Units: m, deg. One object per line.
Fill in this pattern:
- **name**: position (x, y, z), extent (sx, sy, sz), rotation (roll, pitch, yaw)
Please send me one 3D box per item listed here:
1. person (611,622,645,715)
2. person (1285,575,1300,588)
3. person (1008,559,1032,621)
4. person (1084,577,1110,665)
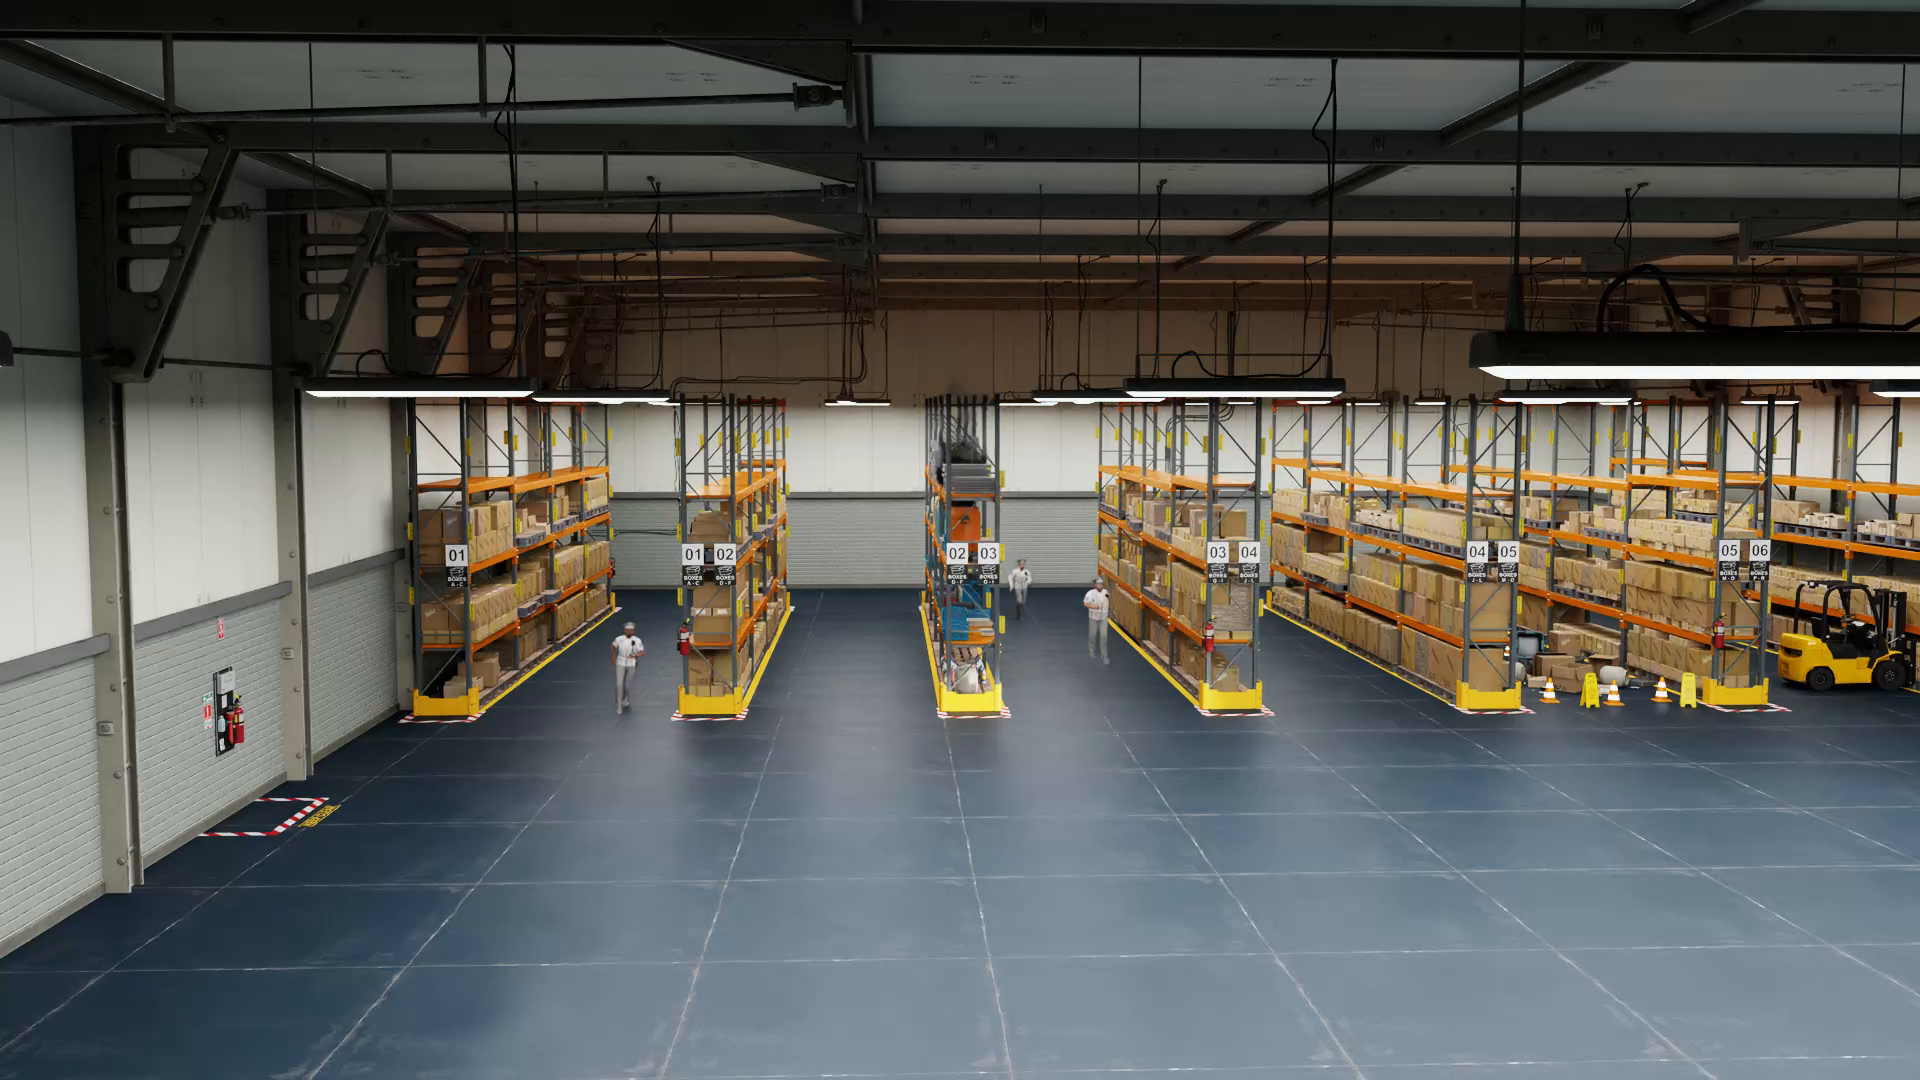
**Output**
- **person**: position (-6.294, 2.408, 31.510), extent (0.632, 1.729, 0.835), rotation (-1, 5, -9)
- **person**: position (9.860, 1.016, 49.048), extent (0.876, 1.795, 0.754), rotation (2, 5, 24)
- **person**: position (1.648, 1.345, 44.832), extent (0.579, 1.674, 0.737), rotation (-1, 5, -15)
- **person**: position (2.971, 1.720, 35.937), extent (0.642, 1.865, 0.780), rotation (-1, 5, -12)
